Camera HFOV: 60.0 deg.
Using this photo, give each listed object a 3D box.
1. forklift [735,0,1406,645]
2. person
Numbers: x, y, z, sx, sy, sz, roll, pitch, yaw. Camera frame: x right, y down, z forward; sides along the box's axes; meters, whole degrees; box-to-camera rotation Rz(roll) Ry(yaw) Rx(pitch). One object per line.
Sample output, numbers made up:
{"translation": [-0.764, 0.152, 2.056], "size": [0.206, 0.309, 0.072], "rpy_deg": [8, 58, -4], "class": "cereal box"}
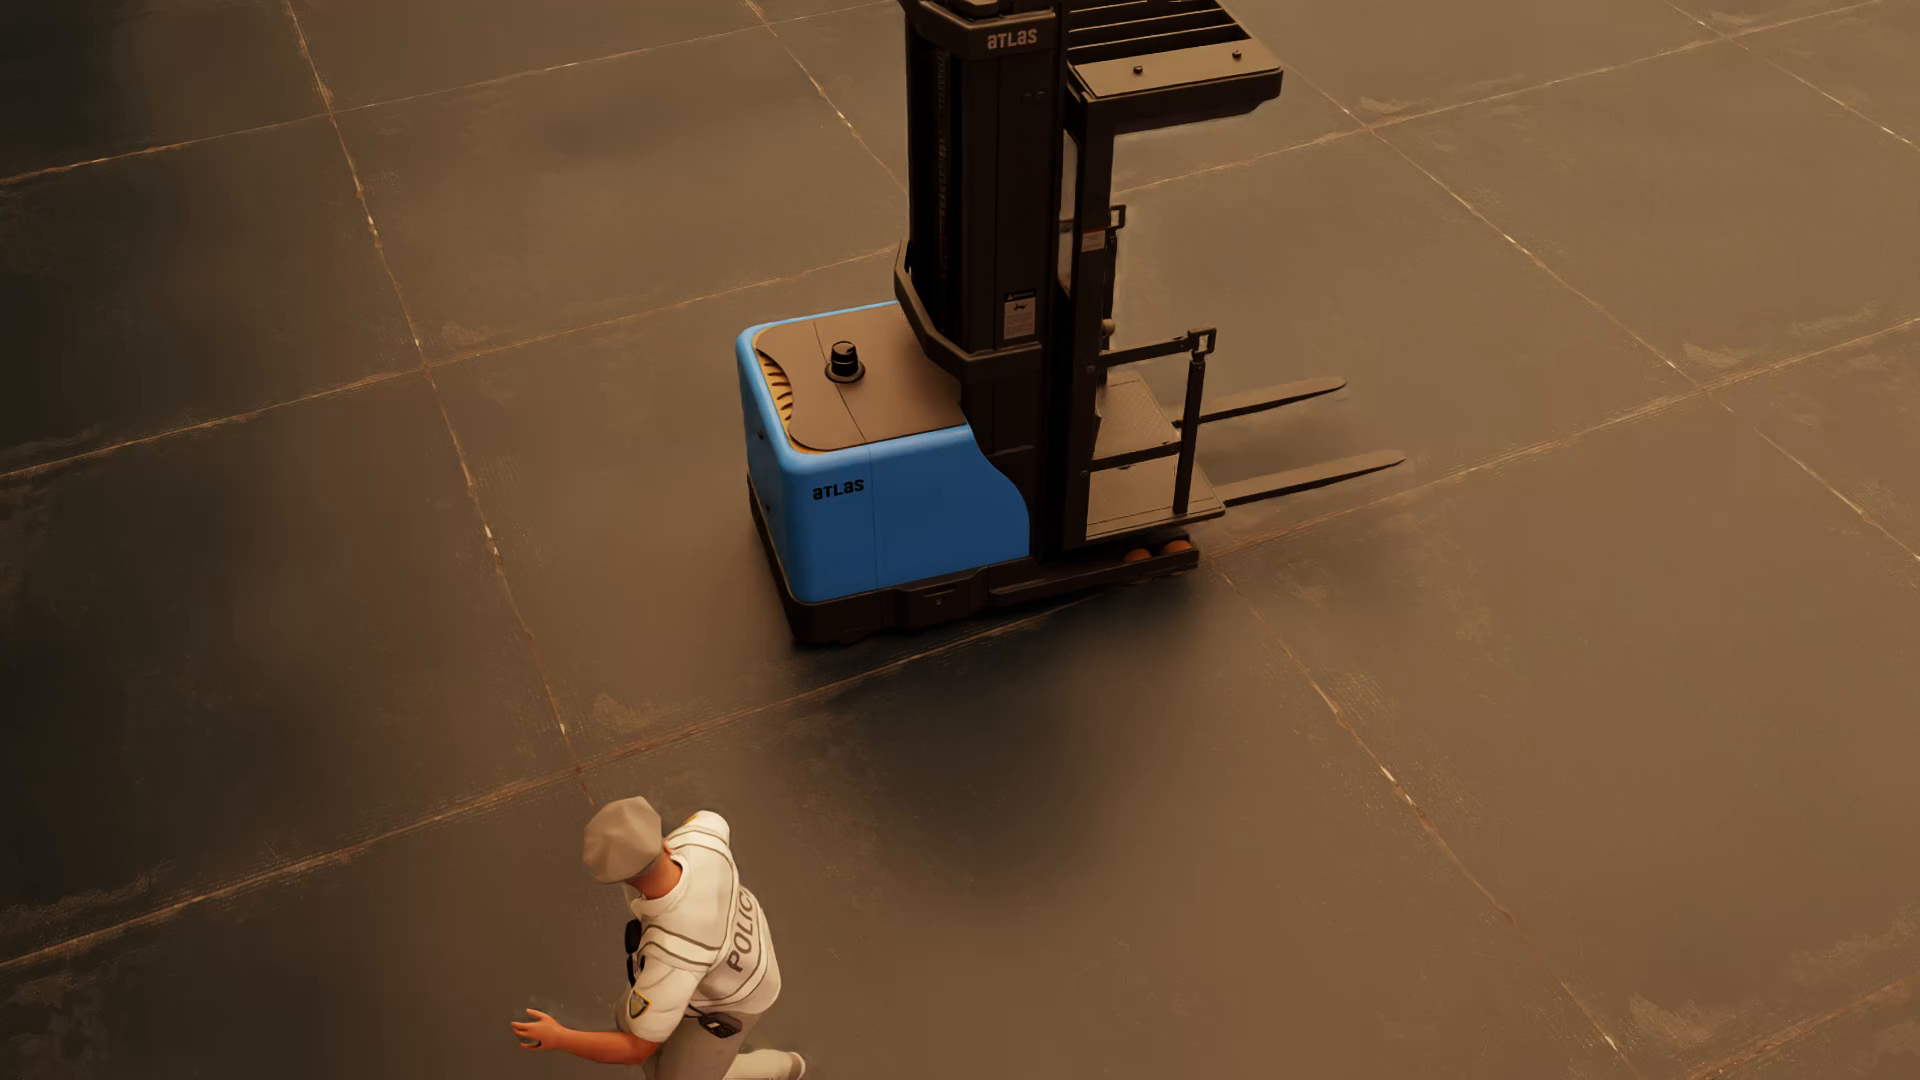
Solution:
{"translation": [0.581, -1.201, 6.967], "size": [3.031, 2.935, 1.130], "rpy_deg": [-12, 44, -13], "class": "forklift"}
{"translation": [-0.954, 1.352, 5.204], "size": [0.853, 1.615, 0.878], "rpy_deg": [-10, 44, -10], "class": "person"}
